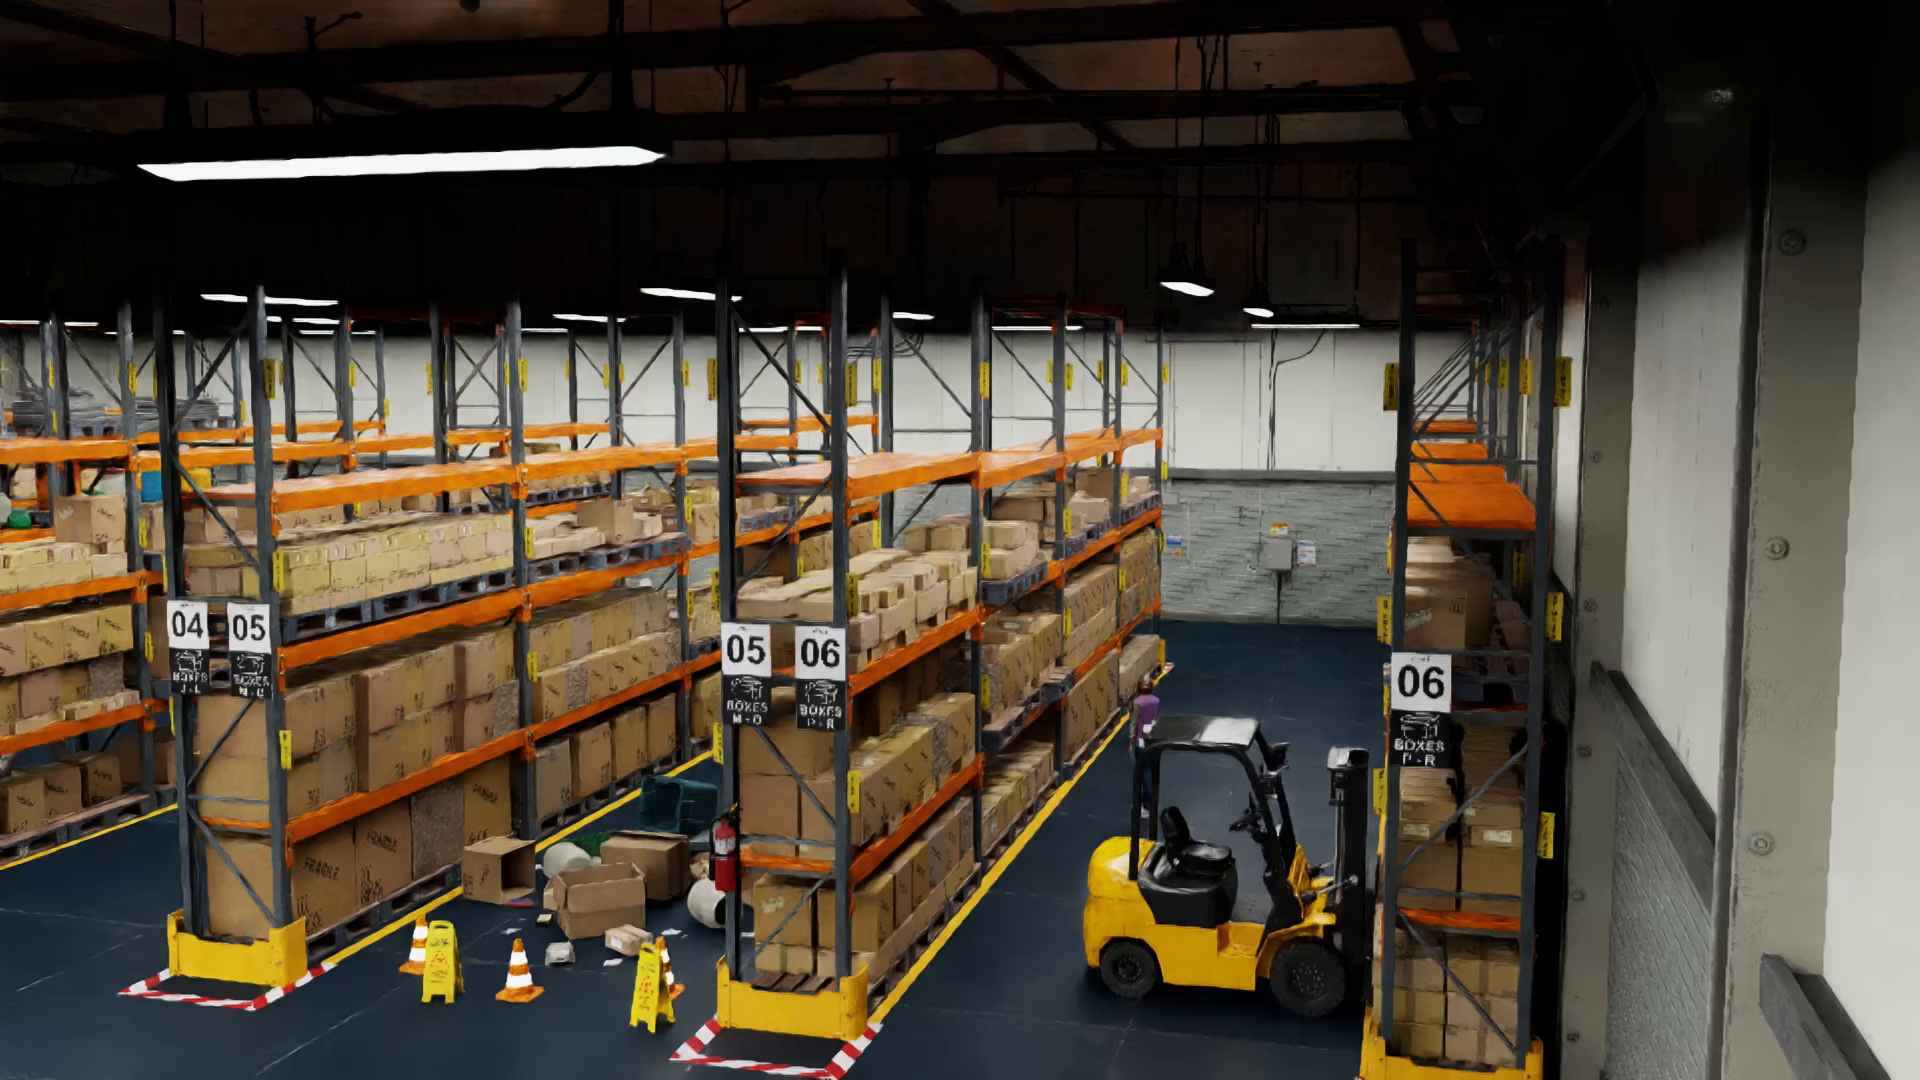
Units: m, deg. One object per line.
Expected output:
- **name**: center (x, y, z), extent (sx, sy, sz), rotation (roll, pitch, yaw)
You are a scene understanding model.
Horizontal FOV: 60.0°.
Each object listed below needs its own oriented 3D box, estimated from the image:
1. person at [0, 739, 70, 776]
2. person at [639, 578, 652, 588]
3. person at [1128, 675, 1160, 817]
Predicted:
- **person**: center (-11.663, 2.129, 20.785), extent (0.533, 1.658, 1.031), rotation (3, 7, 24)
- **person**: center (-5.069, 1.445, 27.180), extent (0.734, 1.697, 0.856), rotation (2, 6, 20)
- **person**: center (2.122, 2.343, 19.102), extent (0.508, 1.592, 0.527), rotation (-5, 8, -42)
